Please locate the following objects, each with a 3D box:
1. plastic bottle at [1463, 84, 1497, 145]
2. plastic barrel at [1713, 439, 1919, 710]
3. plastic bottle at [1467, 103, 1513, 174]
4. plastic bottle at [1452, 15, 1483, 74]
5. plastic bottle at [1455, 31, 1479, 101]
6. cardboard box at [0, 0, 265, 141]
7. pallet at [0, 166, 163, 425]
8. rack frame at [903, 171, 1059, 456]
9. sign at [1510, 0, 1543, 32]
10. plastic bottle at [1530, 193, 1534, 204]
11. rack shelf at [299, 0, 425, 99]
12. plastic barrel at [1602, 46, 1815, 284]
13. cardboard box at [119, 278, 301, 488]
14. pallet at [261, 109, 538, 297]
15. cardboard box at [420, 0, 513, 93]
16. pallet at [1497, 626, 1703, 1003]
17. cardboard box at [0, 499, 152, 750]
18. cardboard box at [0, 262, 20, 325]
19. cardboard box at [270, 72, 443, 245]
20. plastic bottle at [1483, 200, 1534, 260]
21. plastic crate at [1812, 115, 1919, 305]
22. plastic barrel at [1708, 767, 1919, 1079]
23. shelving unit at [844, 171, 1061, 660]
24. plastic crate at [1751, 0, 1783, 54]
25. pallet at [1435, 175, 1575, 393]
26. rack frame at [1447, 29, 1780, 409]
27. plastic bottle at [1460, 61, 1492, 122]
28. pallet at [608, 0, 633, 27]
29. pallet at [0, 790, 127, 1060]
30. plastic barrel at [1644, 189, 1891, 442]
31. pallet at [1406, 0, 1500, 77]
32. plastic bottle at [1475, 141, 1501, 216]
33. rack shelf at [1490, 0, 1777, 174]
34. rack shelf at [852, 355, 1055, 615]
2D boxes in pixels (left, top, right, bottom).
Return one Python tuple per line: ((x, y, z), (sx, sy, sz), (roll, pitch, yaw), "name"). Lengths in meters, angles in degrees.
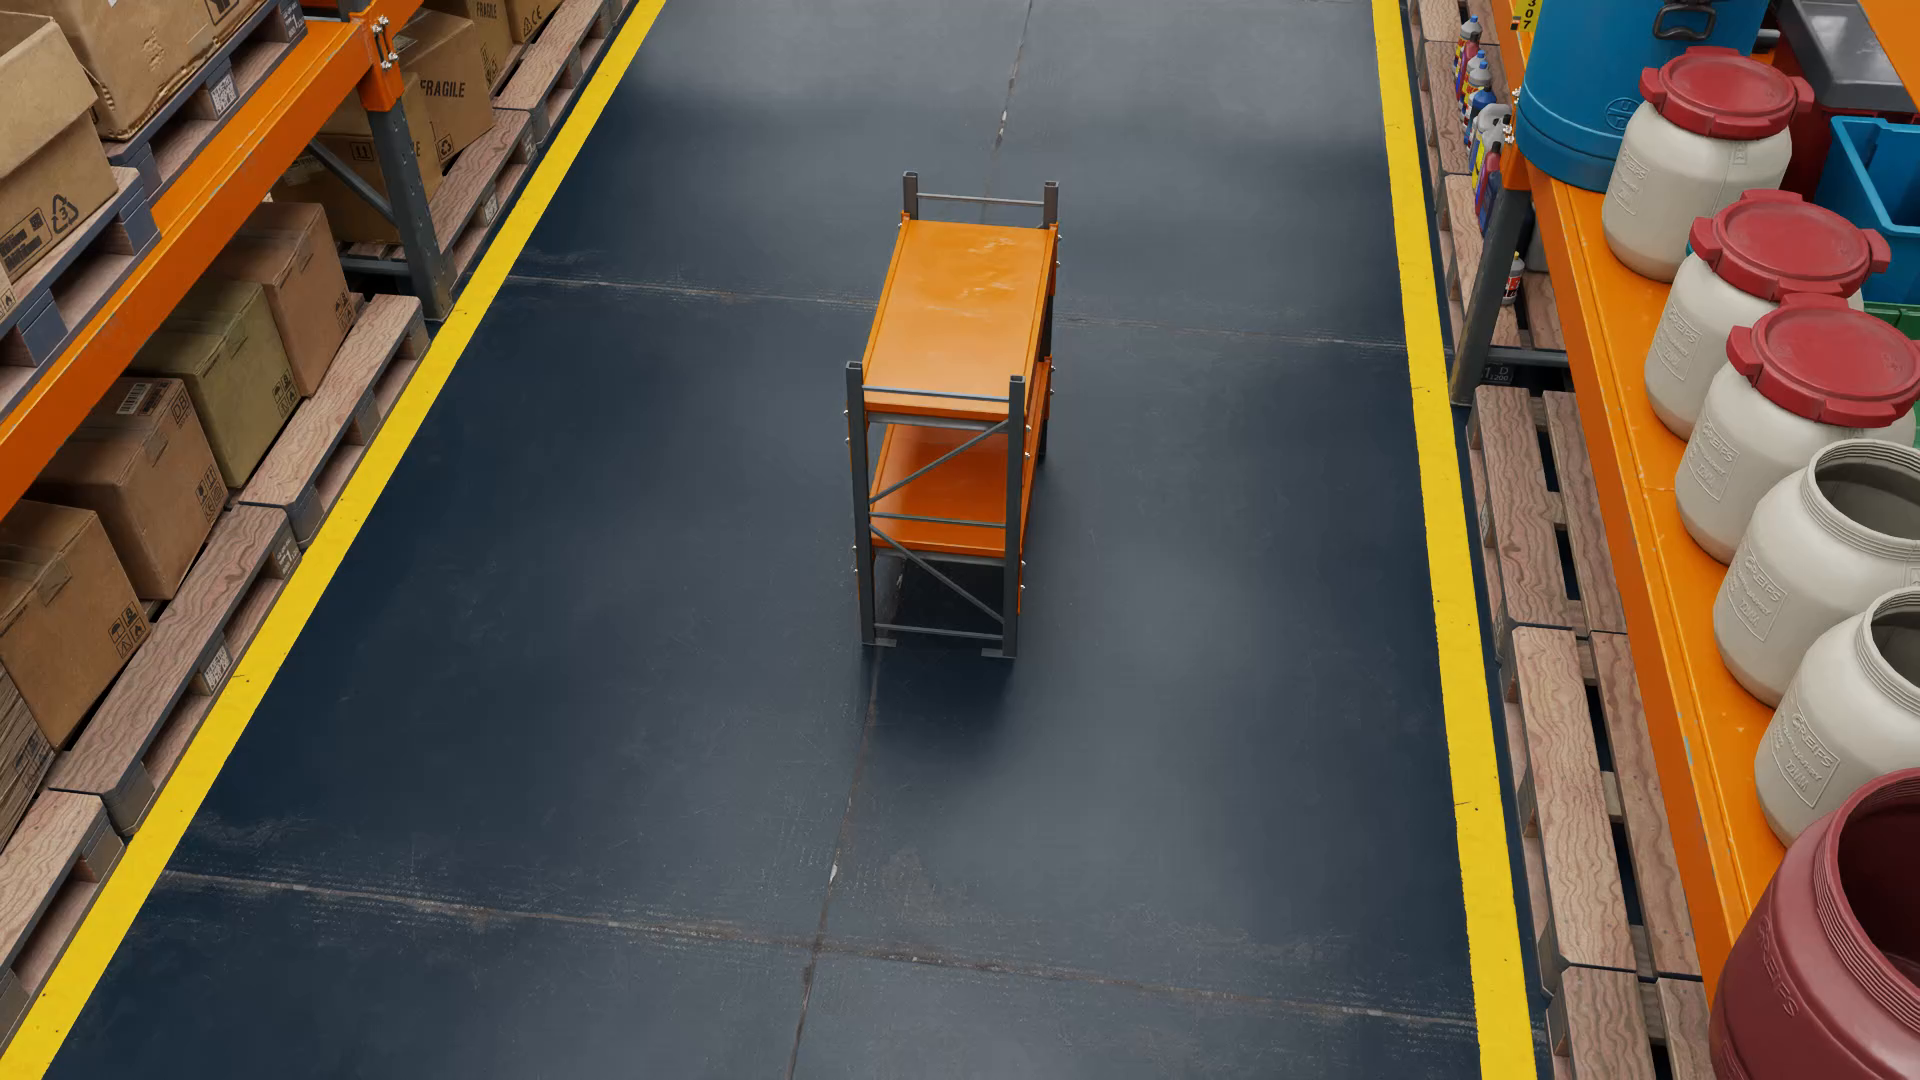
((2.250, -1.838, 7.173), (0.097, 0.271, 0.097), (0, 43, 0), "plastic bottle")
((1.806, 0.088, 3.394), (0.421, 0.512, 0.421), (0, 43, 0), "plastic barrel")
((2.248, -1.687, 7.011), (0.152, 0.276, 0.135), (6, 44, 6), "plastic bottle")
((2.335, -2.277, 7.638), (0.097, 0.271, 0.097), (0, 43, 0), "plastic bottle")
((2.287, -2.129, 7.473), (0.061, 0.283, 0.133), (6, 44, 6), "plastic bottle")
((-2.799, -1.881, 4.814), (1.000, 1.000, 1.000), (6, 44, 6), "cardboard box")
((-2.862, -0.597, 4.338), (1.003, 0.211, 1.213), (5, 44, 6), "pallet")
((0.066, -0.750, 5.724), (0.500, 1.125, 0.032), (5, 44, 6), "rack frame")
((1.811, -1.748, 5.213), (0.100, 0.325, 0.005), (5, 44, 6), "sign")
((2.330, -1.360, 6.666), (0.152, 0.276, 0.135), (5, 44, 6), "plastic bottle")
((-2.290, -3.142, 7.410), (1.077, 0.370, 4.000), (5, 44, 6), "rack shelf")
((2.011, -1.007, 4.533), (0.433, 0.535, 0.433), (0, 43, 0), "plastic barrel")
((-2.739, -0.552, 5.650), (0.700, 0.500, 0.500), (5, 44, 5), "cardboard box")
((-2.501, -1.488, 7.168), (1.003, 0.211, 1.213), (5, 44, 6), "pallet")
((-2.390, -2.375, 7.589), (0.500, 0.500, 0.500), (2, 43, 2), "cardboard box")
((2.131, 0.795, 4.756), (1.003, 0.211, 1.213), (5, 44, 6), "pallet")
((-2.886, 0.209, 4.845), (0.700, 0.500, 0.500), (9, 44, 9), "cardboard box")
((-2.634, -0.533, 3.935), (0.500, 0.250, 0.500), (4, 44, 4), "cardboard box")
((-2.462, -1.554, 6.722), (0.500, 0.500, 0.500), (4, 44, 4), "cardboard box")
((2.154, -1.253, 6.498), (0.144, 0.351, 0.185), (4, 44, 4), "plastic bottle")
((2.517, -0.804, 4.429), (0.392, 0.384, 0.575), (5, 44, 6), "plastic crate")
((1.587, 0.743, 2.684), (0.600, 0.536, 0.708), (5, 44, 6), "plastic barrel")
((-0.001, -0.404, 5.358), (0.538, 1.125, 1.048), (5, 44, 6), "shelving unit")
((2.550, -1.912, 5.633), (0.767, 0.338, 0.504), (5, 44, 6), "plastic crate")
((2.485, -1.031, 6.685), (1.003, 0.211, 1.213), (5, 44, 6), "pallet")
((2.355, -1.590, 5.247), (1.000, 3.000, 0.127), (5, 44, 6), "rack frame")
((2.276, -1.976, 7.319), (0.097, 0.271, 0.097), (0, 43, 0), "plastic bottle")
((-2.178, -3.151, 8.924), (1.003, 0.211, 1.213), (5, 44, 6), "pallet")
((-2.979, 1.166, 4.365), (1.003, 0.211, 1.213), (5, 44, 6), "pallet")
((1.914, -0.507, 4.005), (0.433, 0.535, 0.433), (0, 43, 0), "plastic barrel")
((2.807, -2.694, 8.442), (1.003, 0.211, 1.213), (5, 44, 6), "pallet")
((2.160, -1.474, 6.780), (0.061, 0.283, 0.133), (8, 44, 8), "plastic bottle")
((2.619, -2.691, 6.934), (1.077, 0.370, 4.000), (5, 44, 6), "rack shelf")
((-0.001, -0.226, 5.526), (0.538, 0.278, 1.000), (5, 44, 6), "rack shelf")
